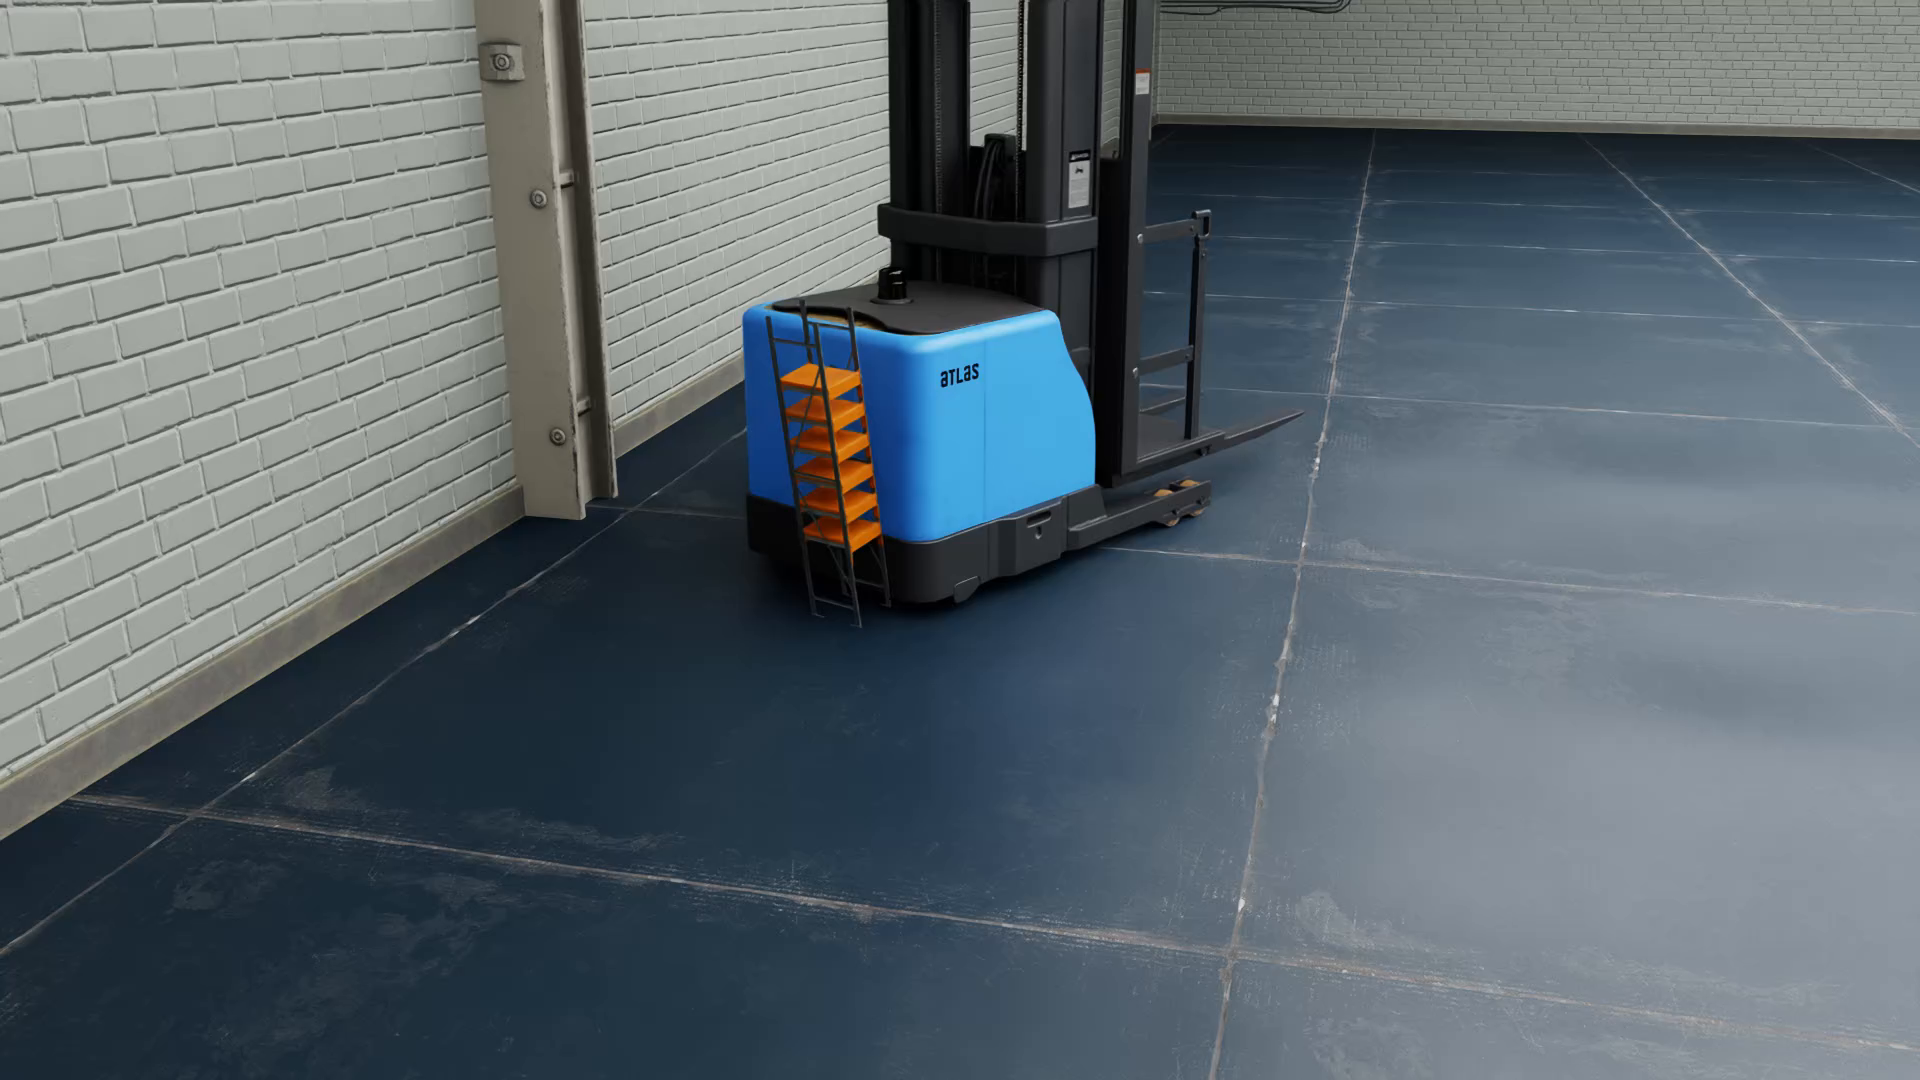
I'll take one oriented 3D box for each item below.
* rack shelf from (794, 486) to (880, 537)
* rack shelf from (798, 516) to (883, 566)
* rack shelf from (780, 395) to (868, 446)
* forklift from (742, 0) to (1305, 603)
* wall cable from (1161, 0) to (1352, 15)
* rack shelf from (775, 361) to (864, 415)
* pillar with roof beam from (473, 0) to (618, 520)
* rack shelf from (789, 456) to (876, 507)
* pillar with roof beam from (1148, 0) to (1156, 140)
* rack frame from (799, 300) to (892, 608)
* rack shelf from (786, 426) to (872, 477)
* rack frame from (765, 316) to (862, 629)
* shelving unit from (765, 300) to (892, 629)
[{"bbox_3d":[-0.455,-0.116,6.149,0.258,0.103,0.180,13,32,34],"label":"rack shelf"},{"bbox_3d":[-0.443,-0.009,6.202,0.258,0.103,0.180,13,32,34],"label":"rack shelf"},{"bbox_3d":[-0.490,-0.437,5.989,0.258,0.103,0.180,13,32,34],"label":"rack shelf"},{"bbox_3d":[0.485,-1.543,7.169,1.130,2.935,3.031,16,25,39],"label":"forklift"},{"bbox_3d":[4.599,-9.414,25.630,3.097,2.526,0.112,5,19,13],"label":"wall cable"},{"bbox_3d":[-0.501,-0.544,5.935,0.258,0.103,0.180,13,32,34],"label":"rack shelf"},{"bbox_3d":[2.373,-4.082,5.218,9.100,9.000,0.400,5,19,13],"label":"pillar with roof beam"},{"bbox_3d":[-0.466,-0.223,6.095,0.258,0.103,0.180,13,32,34],"label":"rack shelf"},{"bbox_3d":[6.771,-9.724,21.735,9.100,9.000,0.400,5,19,13],"label":"pillar with roof beam"},{"bbox_3d":[-0.417,-0.301,6.140,0.240,1.200,0.006,13,32,34],"label":"rack frame"},{"bbox_3d":[-0.478,-0.330,6.042,0.258,0.103,0.180,13,32,34],"label":"rack shelf"},{"bbox_3d":[-0.524,-0.225,6.012,0.240,1.200,0.006,13,32,34],"label":"rack frame"},{"bbox_3d":[-0.471,-0.263,6.076,0.258,1.200,0.189,13,32,34],"label":"shelving unit"}]
